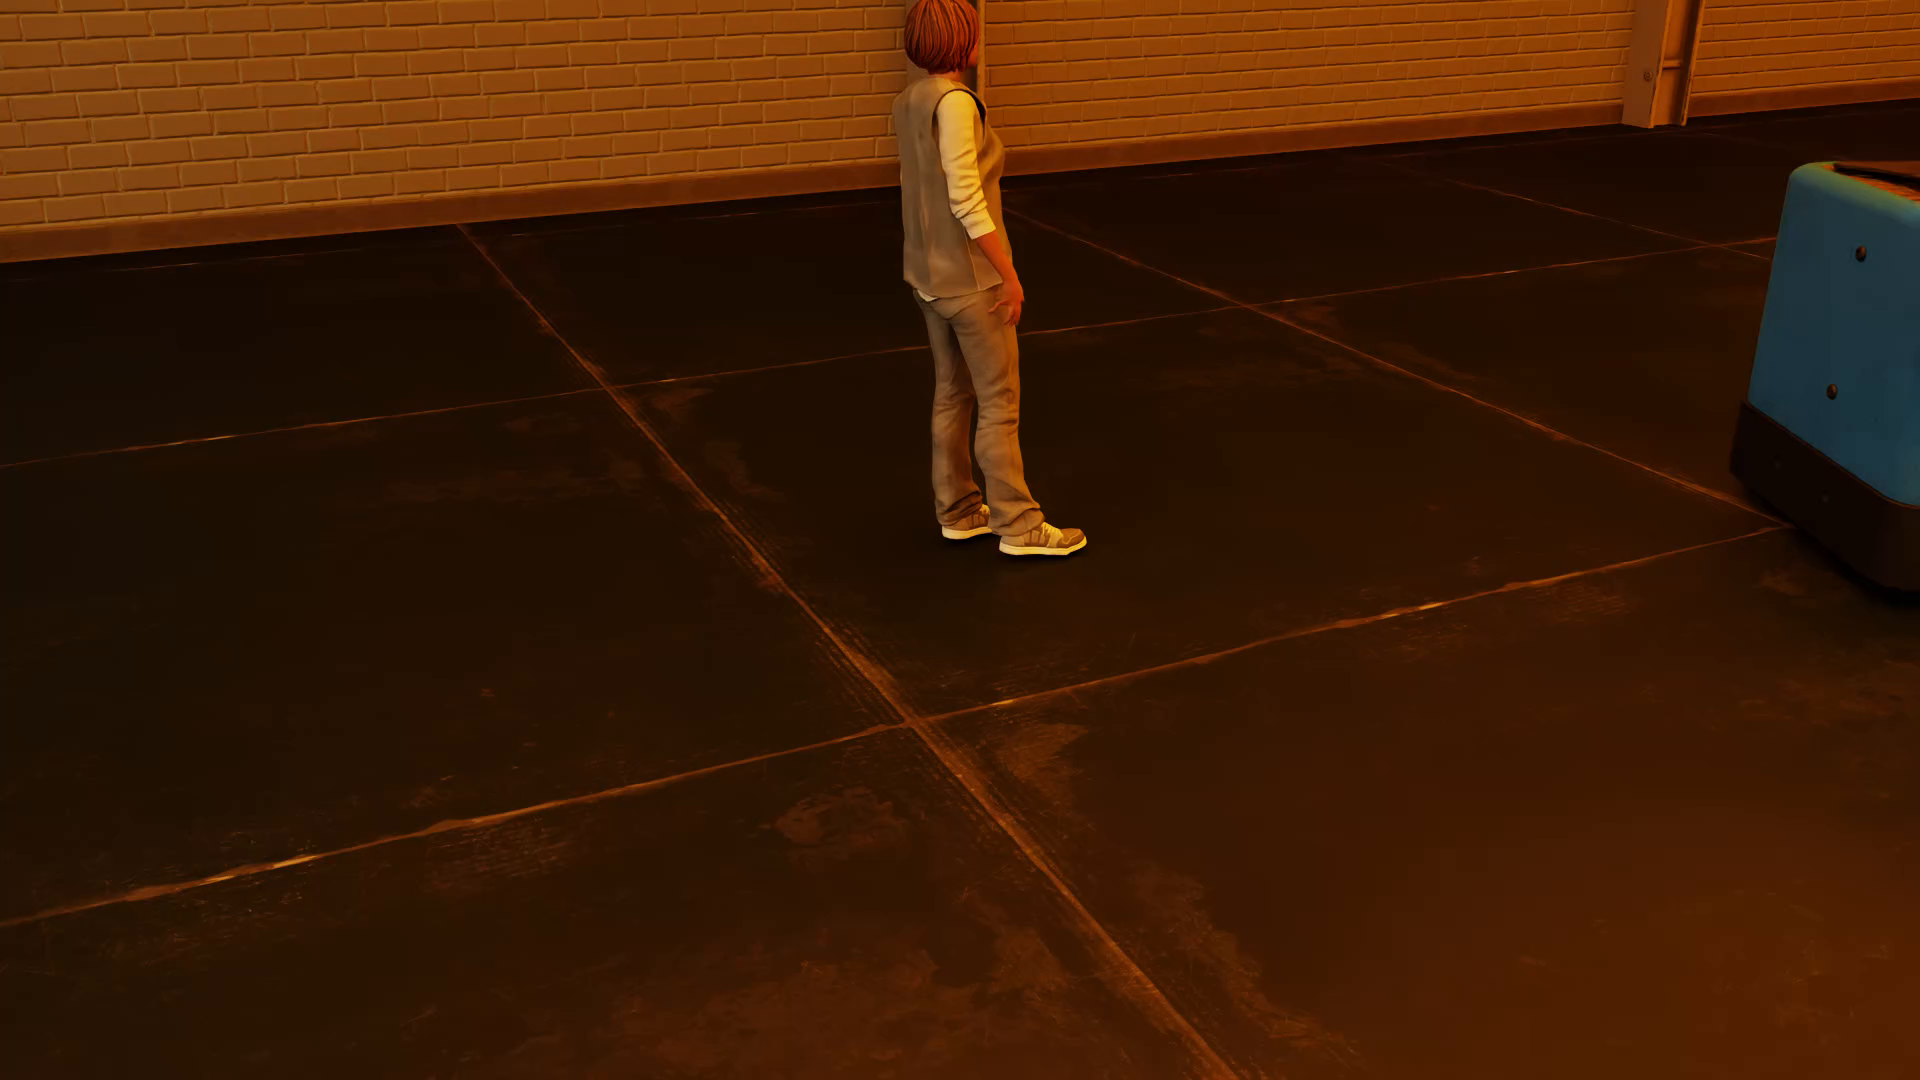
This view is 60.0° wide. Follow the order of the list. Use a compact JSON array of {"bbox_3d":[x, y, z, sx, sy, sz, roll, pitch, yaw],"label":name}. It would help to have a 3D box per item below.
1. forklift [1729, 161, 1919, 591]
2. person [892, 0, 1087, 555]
[{"bbox_3d":[4.047,-1.352,4.542,3.031,2.935,1.130,0,23,-1],"label":"forklift"},{"bbox_3d":[0.073,-0.751,4.814,0.475,1.597,0.520,-10,25,-23],"label":"person"}]
